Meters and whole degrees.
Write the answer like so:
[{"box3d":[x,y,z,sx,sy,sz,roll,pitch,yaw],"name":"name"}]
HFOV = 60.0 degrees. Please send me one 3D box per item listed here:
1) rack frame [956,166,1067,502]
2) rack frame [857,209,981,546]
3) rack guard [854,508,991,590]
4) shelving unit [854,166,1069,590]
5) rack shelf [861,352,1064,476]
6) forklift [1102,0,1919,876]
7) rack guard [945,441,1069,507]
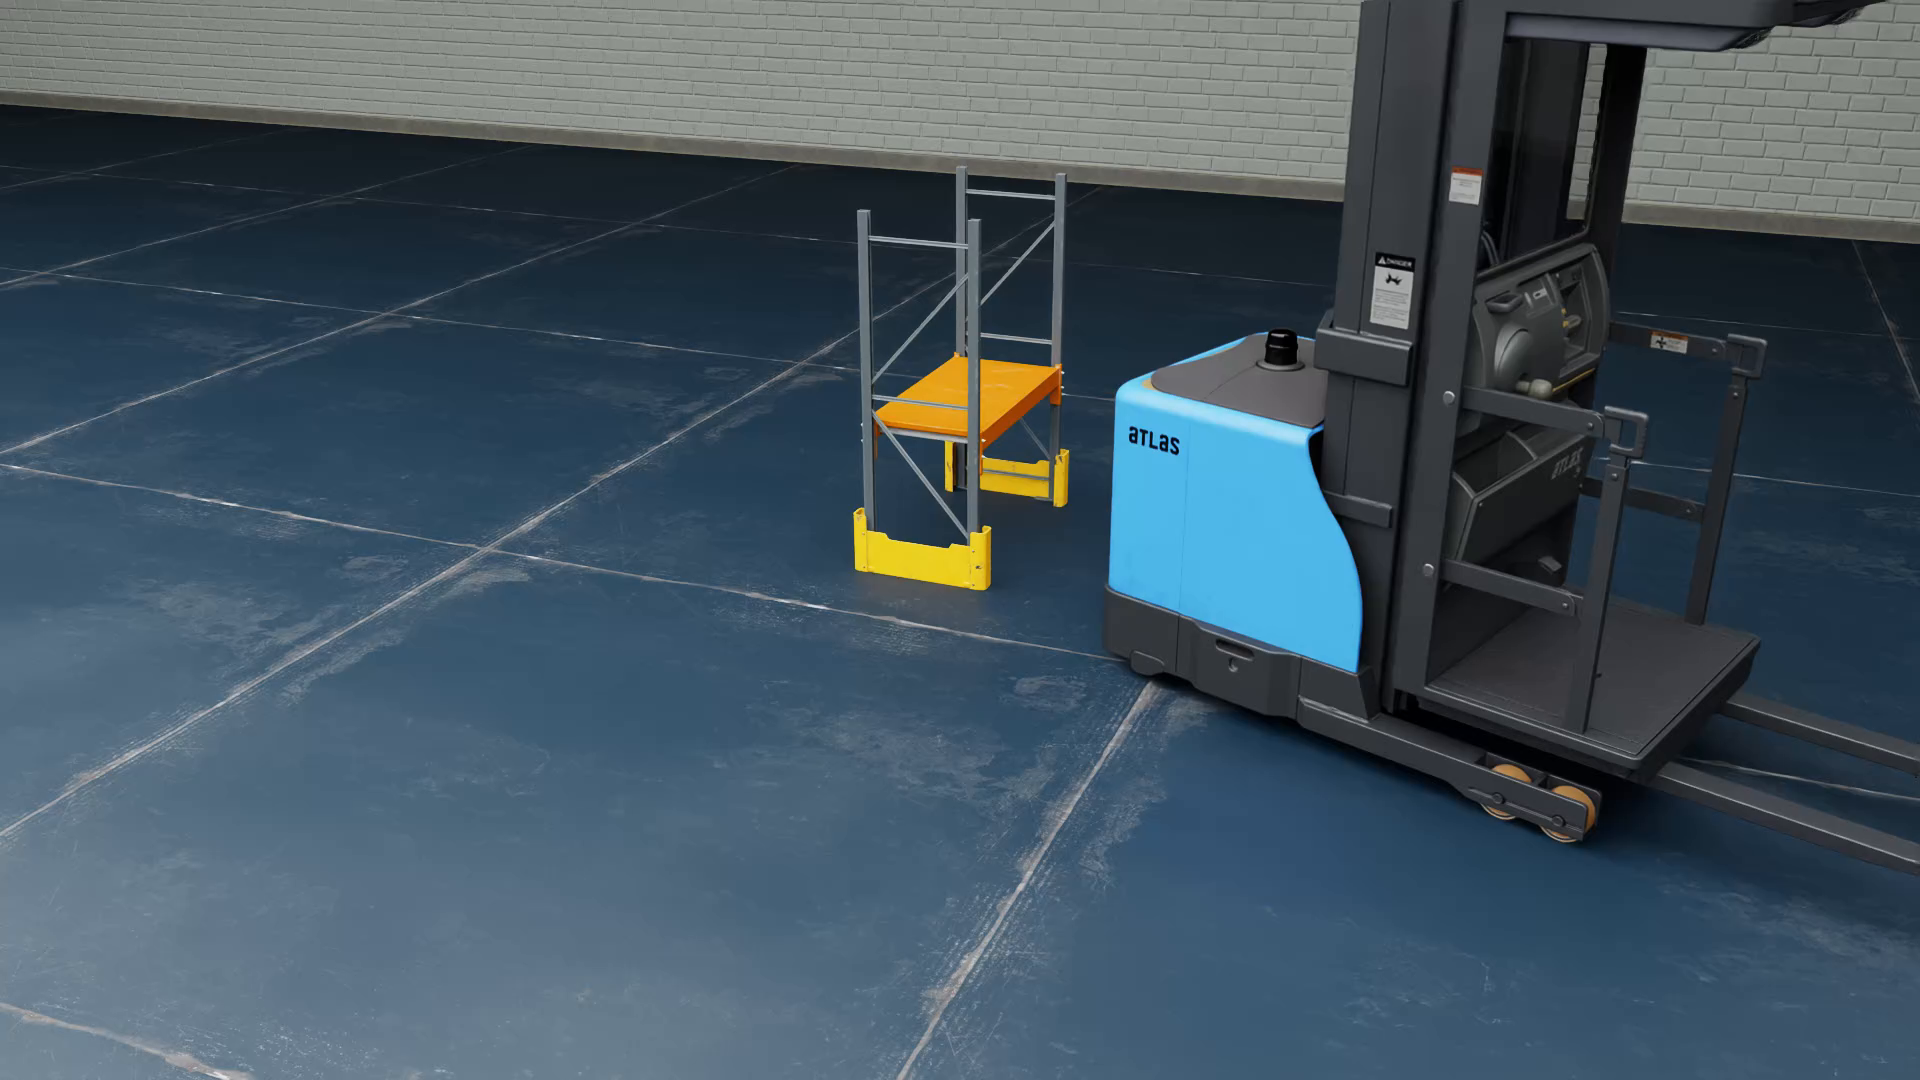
[{"box3d":[0.221,-0.904,7.470,0.500,1.500,0.032,9,24,20],"name":"rack frame"},{"box3d":[-0.157,-0.541,6.598,0.500,1.500,0.032,9,24,20],"name":"rack frame"},{"box3d":[-0.157,0.036,6.840,0.587,0.250,0.087,9,24,20],"name":"rack guard"},{"box3d":[0.028,-0.719,7.026,0.587,1.500,1.083,9,24,20],"name":"shelving unit"},{"box3d":[0.032,-0.557,7.103,0.538,0.185,1.000,9,24,20],"name":"rack shelf"},{"box3d":[1.963,-0.663,5.035,3.031,2.935,1.130,19,29,38],"name":"forklift"},{"box3d":[0.213,-0.321,7.694,0.587,0.250,0.087,9,24,20],"name":"rack guard"}]
